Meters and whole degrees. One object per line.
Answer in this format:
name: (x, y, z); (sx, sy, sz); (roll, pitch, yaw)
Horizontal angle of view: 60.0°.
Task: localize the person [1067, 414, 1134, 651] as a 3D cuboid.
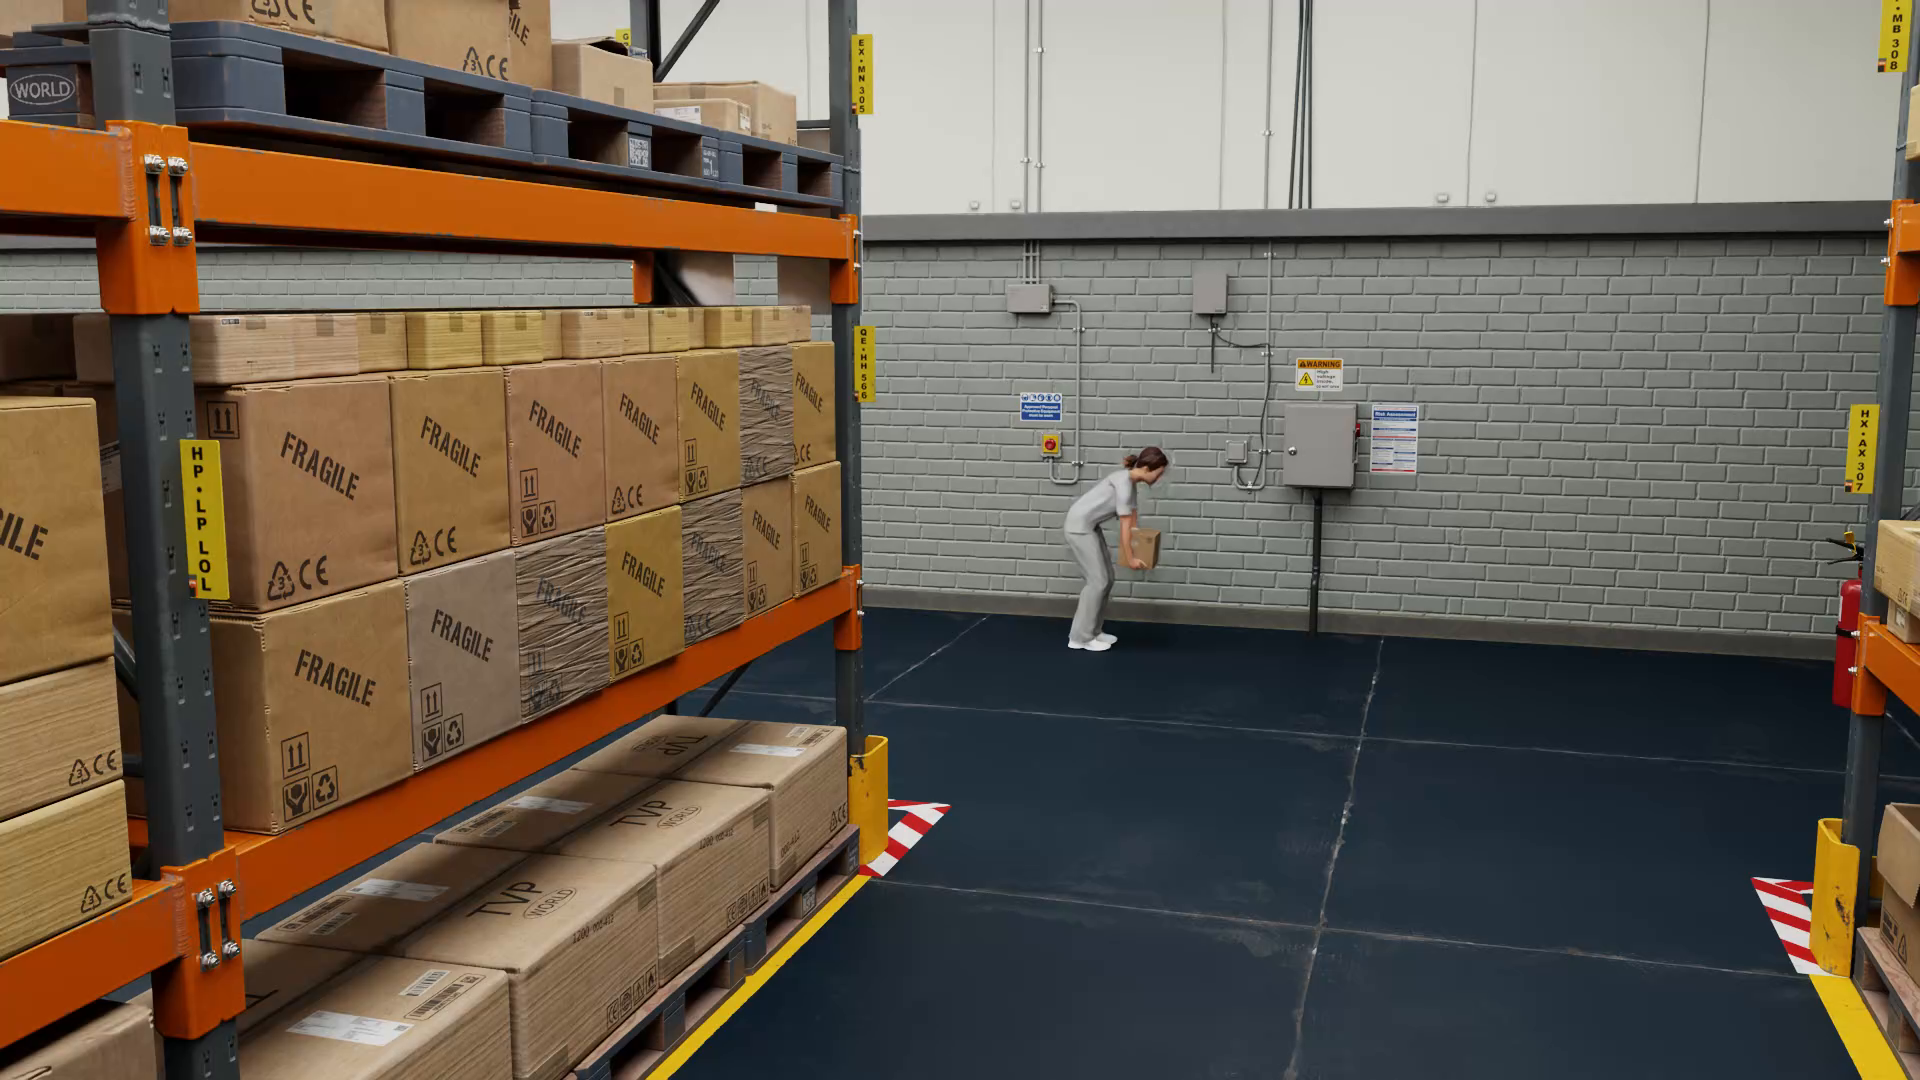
person: (1.004, -0.059, 11.787); (0.513, 1.668, 0.410); (2, 9, 15)
